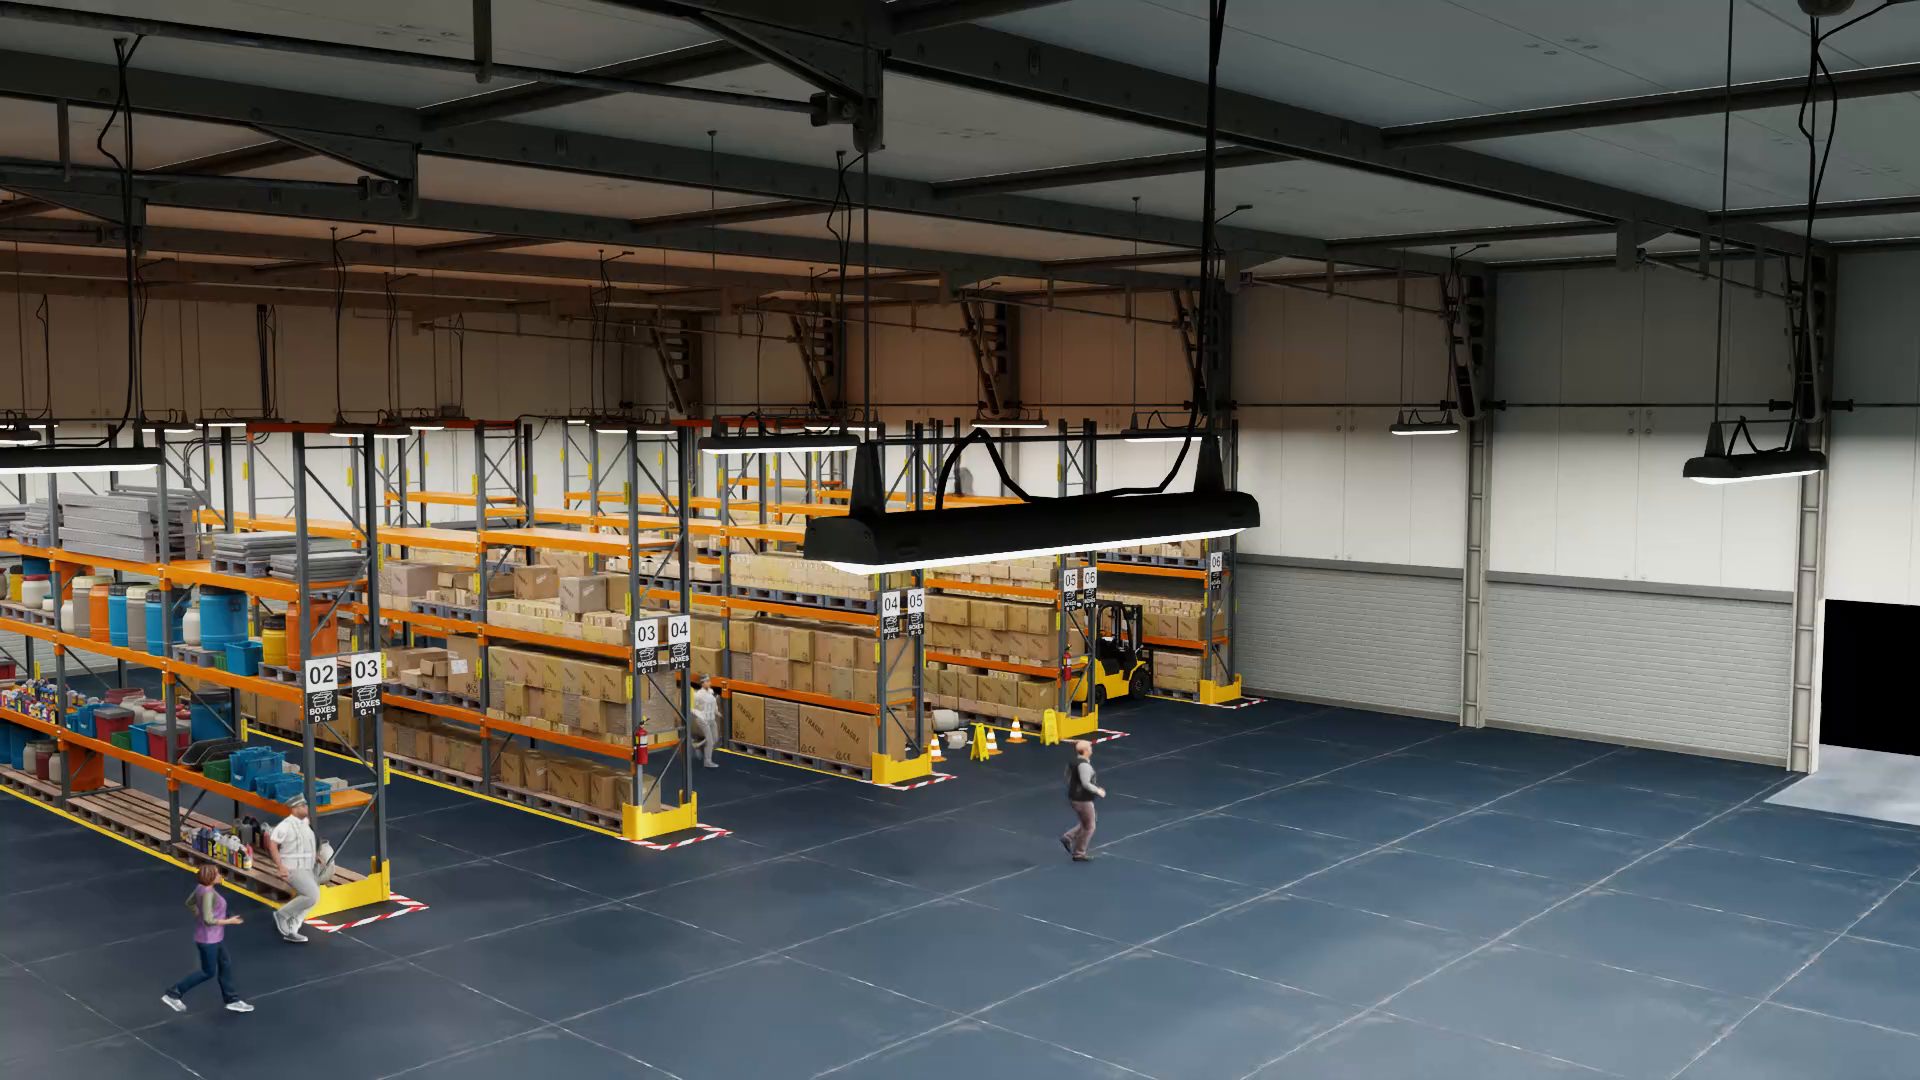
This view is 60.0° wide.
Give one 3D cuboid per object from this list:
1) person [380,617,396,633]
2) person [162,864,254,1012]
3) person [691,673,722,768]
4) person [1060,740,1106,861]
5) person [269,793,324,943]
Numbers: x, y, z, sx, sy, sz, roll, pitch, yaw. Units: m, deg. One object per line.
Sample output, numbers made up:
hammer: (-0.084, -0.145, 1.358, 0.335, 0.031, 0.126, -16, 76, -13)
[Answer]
person: (-13.593, 2.231, 39.450, 0.636, 1.679, 0.948, 3, 5, 31)
person: (-7.762, 4.135, 17.122, 0.856, 1.600, 0.561, -2, 5, -25)
person: (-4.463, 3.136, 28.994, 0.599, 1.653, 0.606, 3, 6, 34)
person: (1.704, 3.608, 23.021, 0.579, 1.684, 0.665, -1, 5, -13)
person: (-7.803, 3.864, 19.730, 0.539, 1.707, 0.700, 0, 5, 3)
